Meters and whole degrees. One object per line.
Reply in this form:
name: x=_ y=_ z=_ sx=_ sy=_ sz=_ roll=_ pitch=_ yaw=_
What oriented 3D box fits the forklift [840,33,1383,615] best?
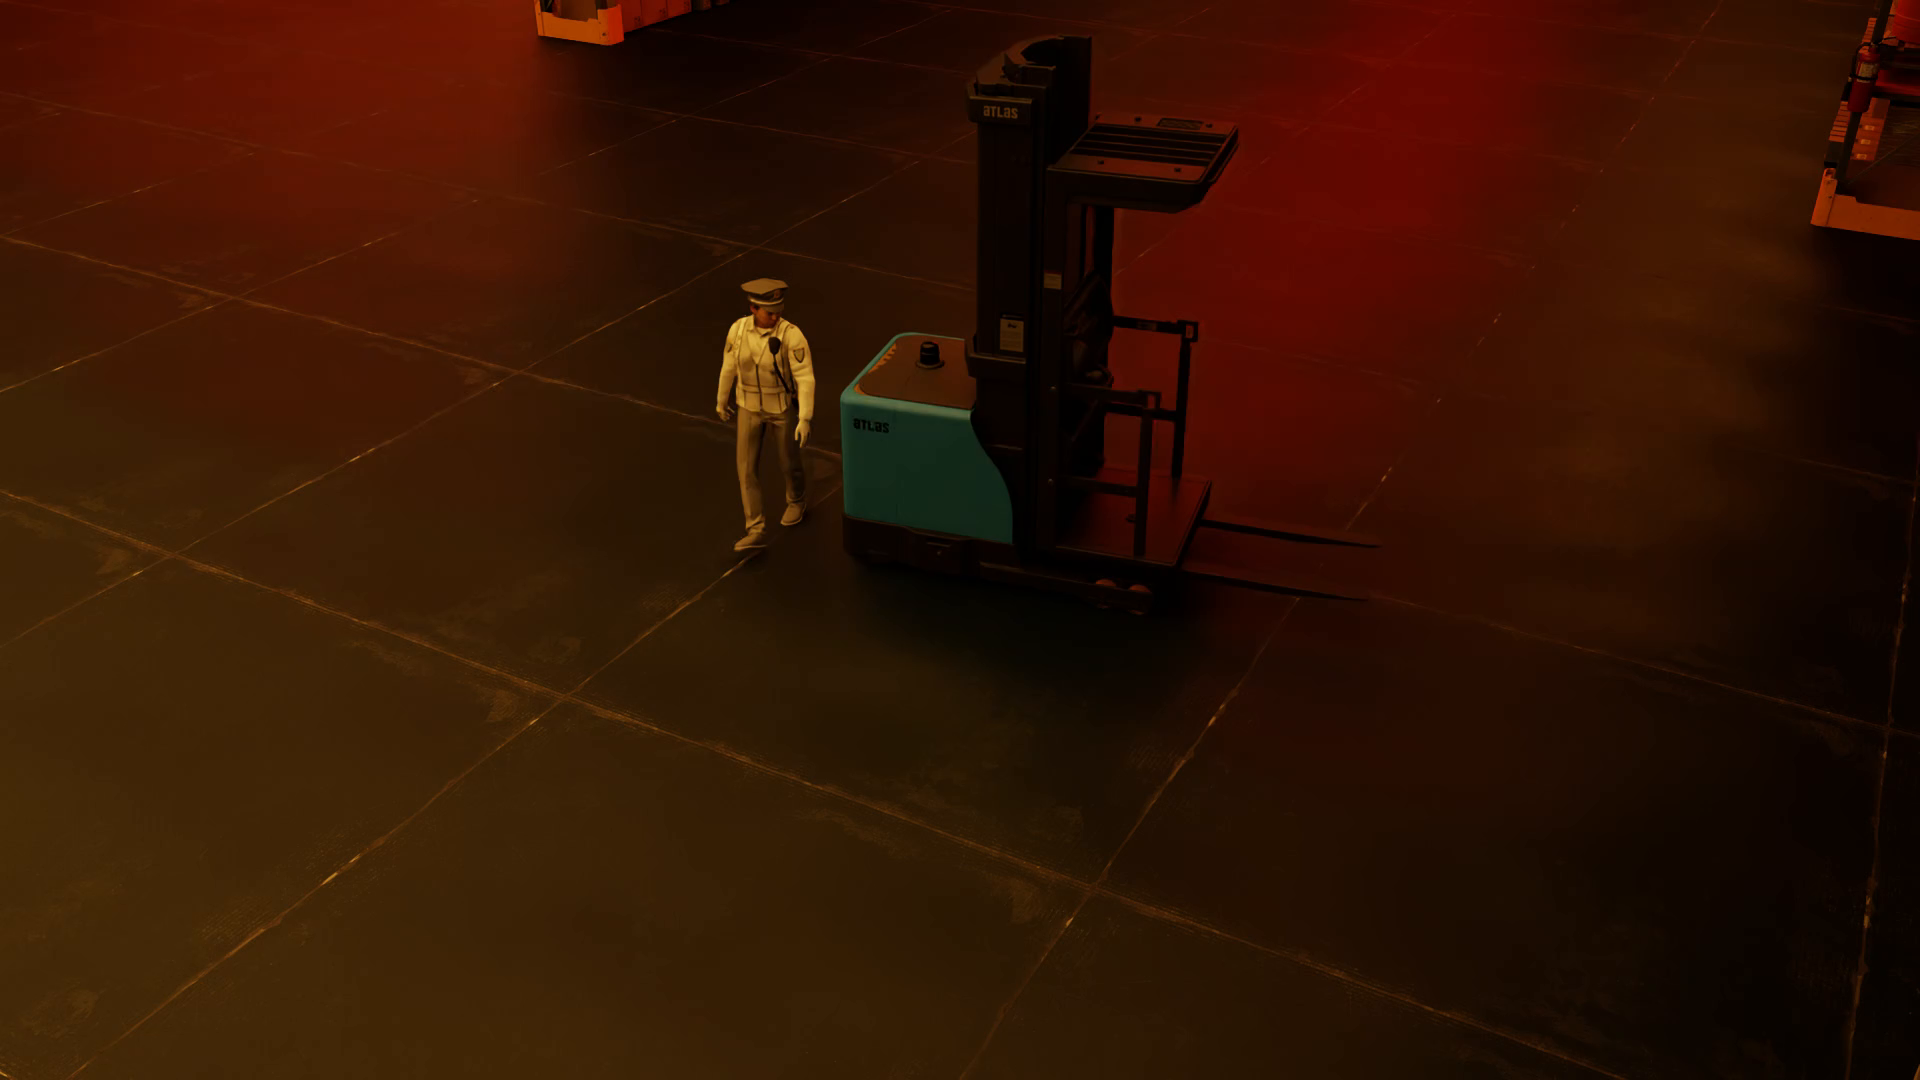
forklift: x=0.886 y=-1.149 z=9.062 sx=3.031 sy=2.935 sz=1.130 roll=9 pitch=31 yaw=16

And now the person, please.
person: x=-1.147 y=-0.709 z=9.617 sx=0.658 sy=1.624 sz=0.857 roll=5 pitch=30 yaw=8
